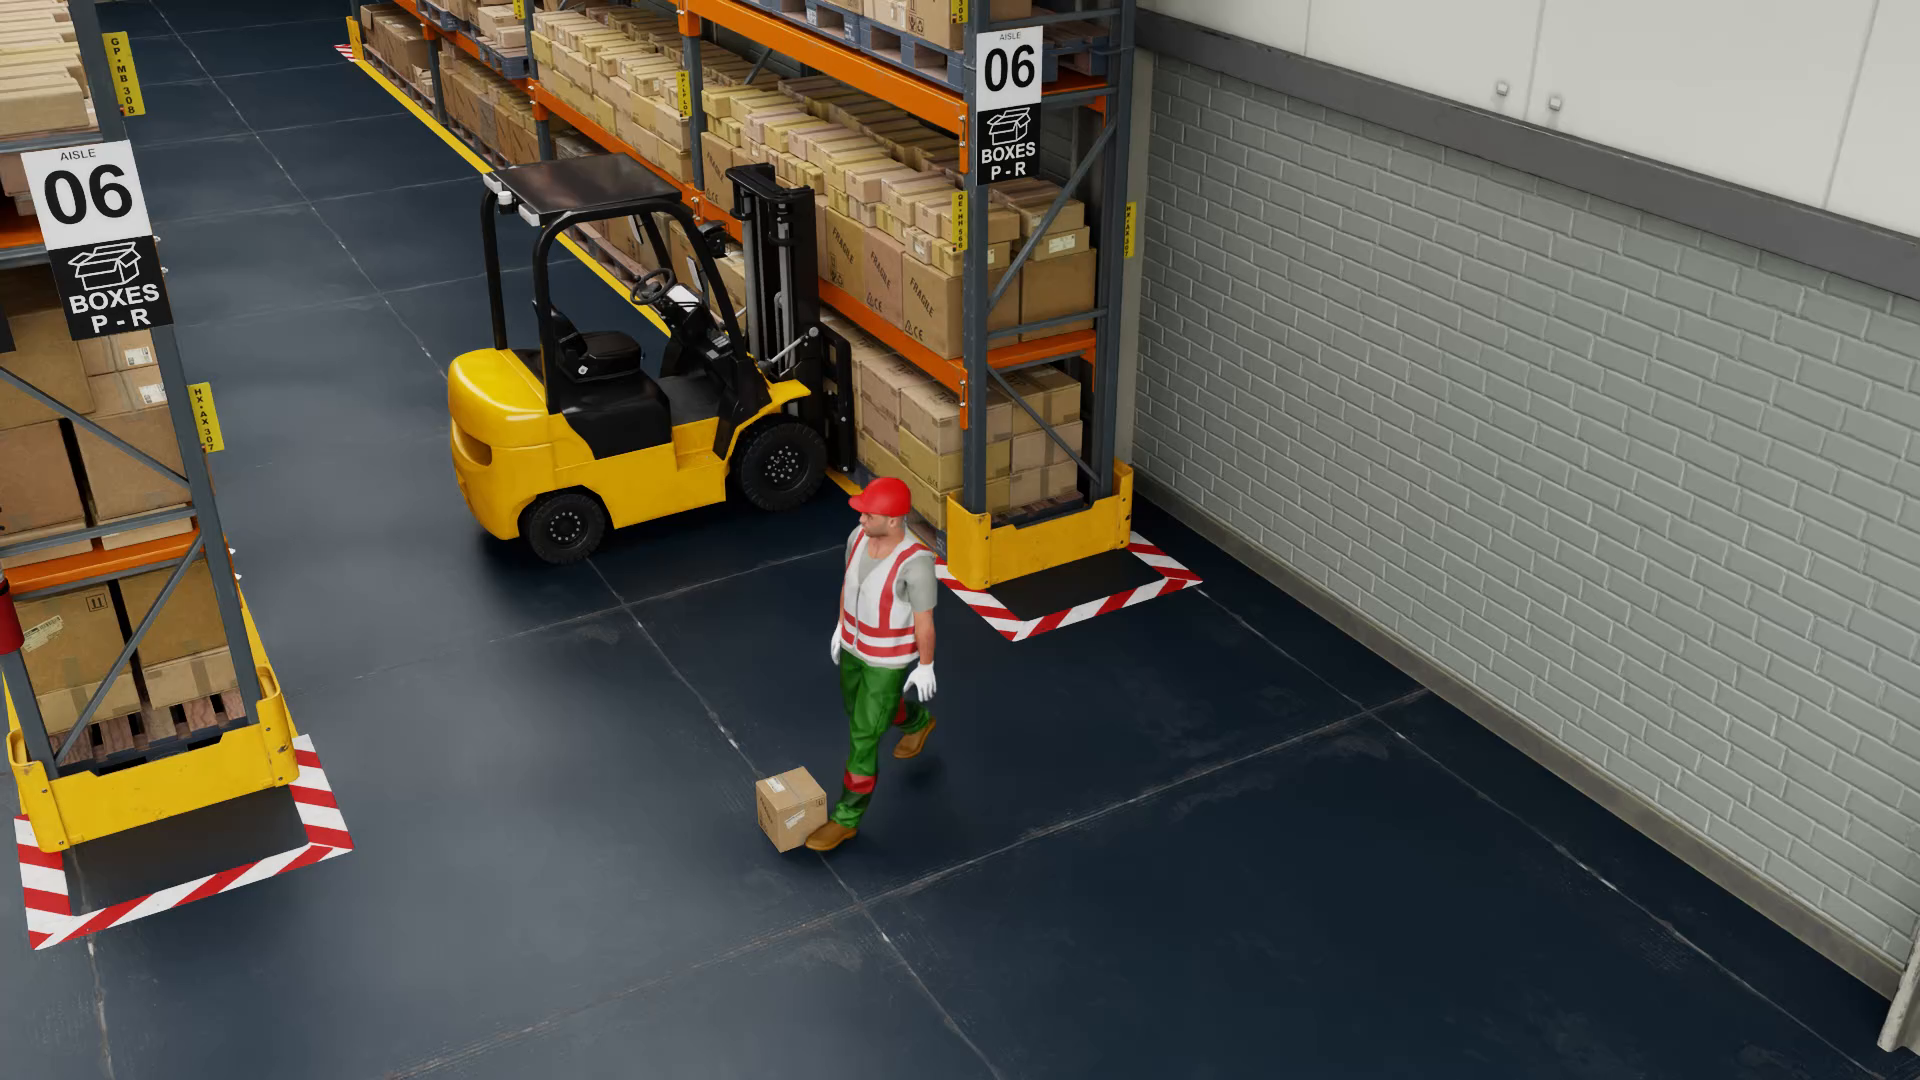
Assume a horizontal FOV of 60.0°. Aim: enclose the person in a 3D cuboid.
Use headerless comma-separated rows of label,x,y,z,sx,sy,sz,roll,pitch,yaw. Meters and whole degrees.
person,-0.406,0.515,7.655,0.983,1.751,0.571,-22,36,-35
